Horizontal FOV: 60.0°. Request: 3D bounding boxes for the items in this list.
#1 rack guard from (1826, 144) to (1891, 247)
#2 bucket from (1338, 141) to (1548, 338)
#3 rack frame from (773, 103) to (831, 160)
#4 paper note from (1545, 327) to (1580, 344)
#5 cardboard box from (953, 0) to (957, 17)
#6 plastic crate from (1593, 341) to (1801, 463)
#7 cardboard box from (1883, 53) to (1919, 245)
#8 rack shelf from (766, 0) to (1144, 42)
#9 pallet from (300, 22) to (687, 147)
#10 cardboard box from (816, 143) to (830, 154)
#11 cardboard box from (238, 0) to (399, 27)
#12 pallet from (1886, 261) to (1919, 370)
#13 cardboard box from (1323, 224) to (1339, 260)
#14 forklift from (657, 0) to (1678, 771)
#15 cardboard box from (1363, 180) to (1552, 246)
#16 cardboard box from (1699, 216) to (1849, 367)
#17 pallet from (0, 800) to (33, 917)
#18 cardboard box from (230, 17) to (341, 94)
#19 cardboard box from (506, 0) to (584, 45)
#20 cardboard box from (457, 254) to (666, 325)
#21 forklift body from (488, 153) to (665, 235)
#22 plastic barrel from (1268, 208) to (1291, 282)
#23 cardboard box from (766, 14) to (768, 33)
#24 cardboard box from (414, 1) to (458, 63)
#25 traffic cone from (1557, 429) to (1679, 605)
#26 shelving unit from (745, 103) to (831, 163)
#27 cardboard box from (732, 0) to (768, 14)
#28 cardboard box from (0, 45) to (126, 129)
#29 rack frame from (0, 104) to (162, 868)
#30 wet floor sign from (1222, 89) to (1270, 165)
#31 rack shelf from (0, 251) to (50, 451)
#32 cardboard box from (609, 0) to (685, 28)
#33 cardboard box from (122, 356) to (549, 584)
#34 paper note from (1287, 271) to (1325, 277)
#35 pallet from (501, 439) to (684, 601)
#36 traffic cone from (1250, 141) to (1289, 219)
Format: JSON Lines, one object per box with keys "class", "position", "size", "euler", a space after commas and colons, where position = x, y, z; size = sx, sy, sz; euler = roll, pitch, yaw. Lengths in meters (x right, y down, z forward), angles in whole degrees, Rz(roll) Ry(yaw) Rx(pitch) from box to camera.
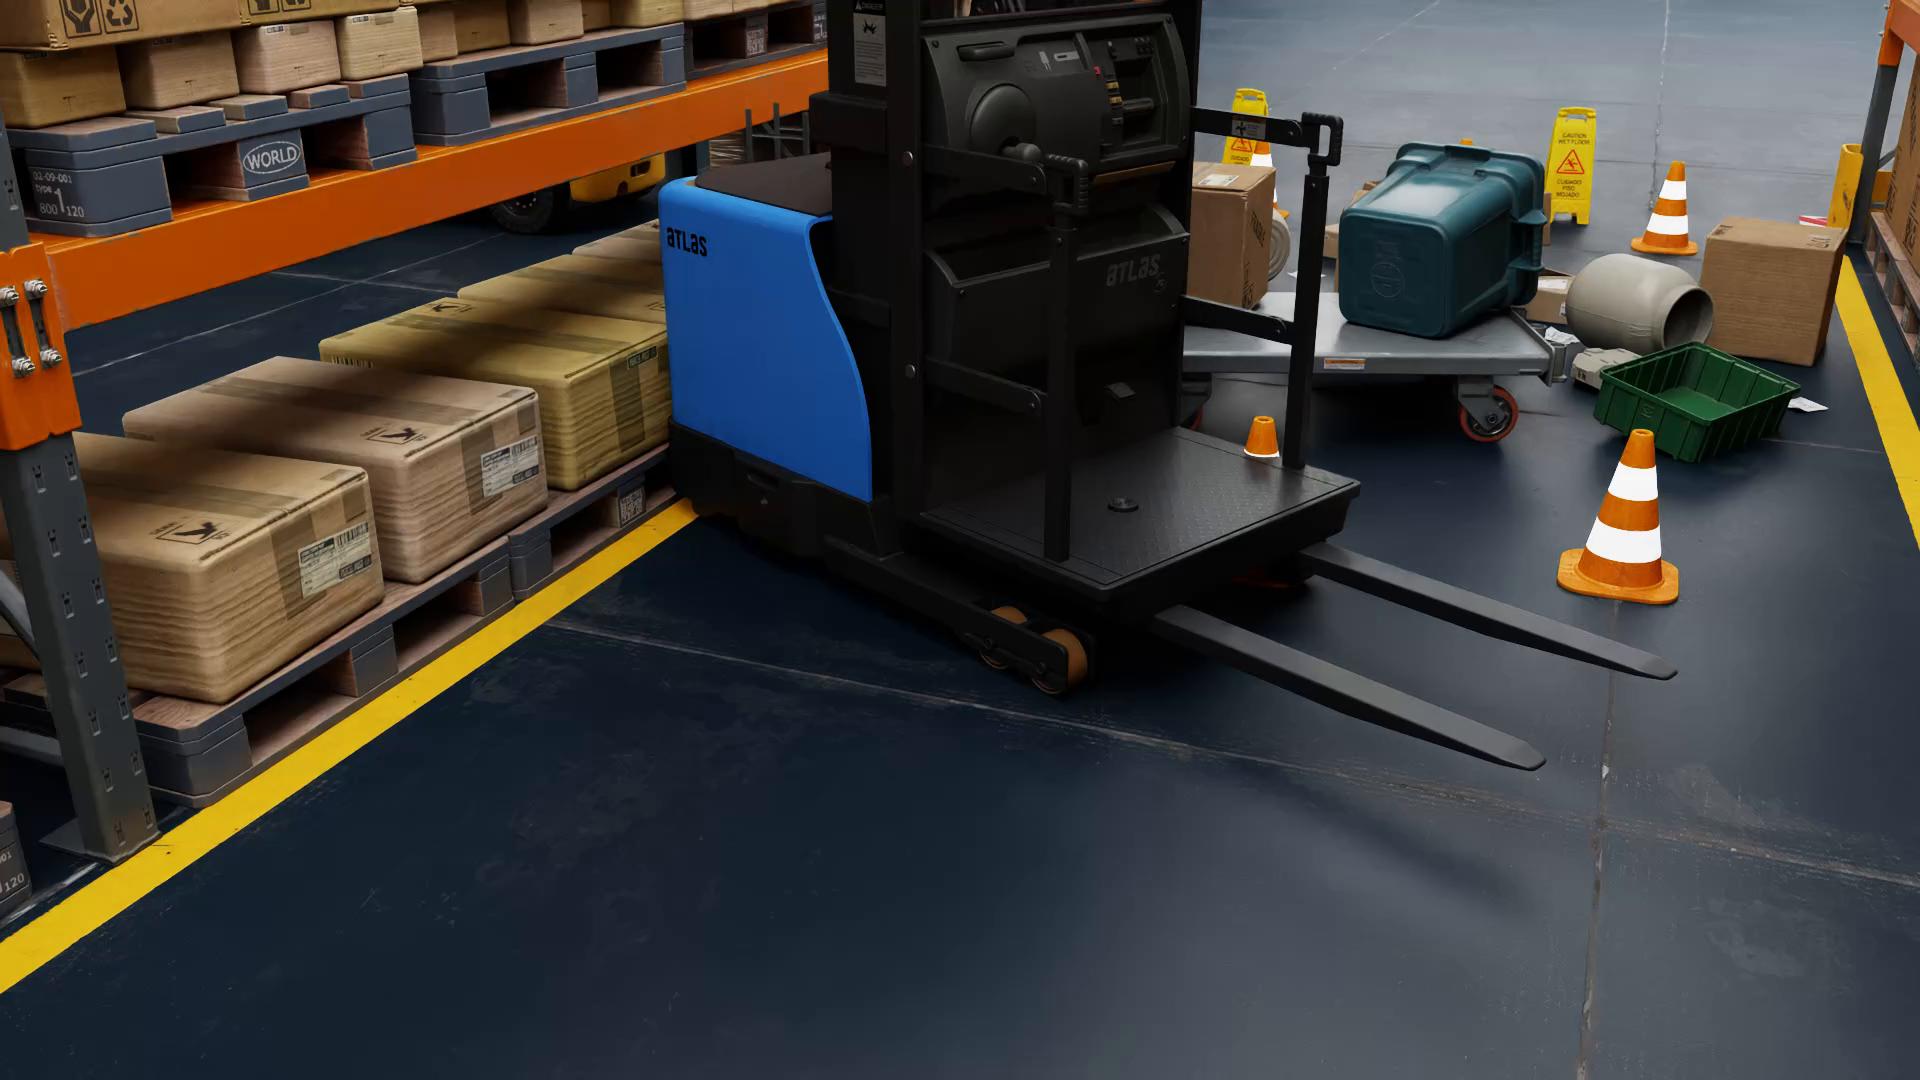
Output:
{"class": "rack guard", "position": [5.363, -1.821, 8.961], "size": [1.175, 0.500, 0.348], "euler": [9, 24, 20]}
{"class": "bucket", "position": [1.779, -1.104, 6.276], "size": [0.726, 0.611, 0.620], "euler": [19, 39, 38]}
{"class": "rack frame", "position": [-0.536, -0.934, 5.915], "size": [0.240, 1.200, 0.006], "euler": [10, 23, 23]}
{"class": "paper note", "position": [2.674, -0.909, 7.396], "size": [0.172, 0.023, 0.155], "euler": [19, 29, 38]}
{"class": "cardboard box", "position": [-0.234, -2.355, 7.322], "size": [0.380, 0.149, 0.250], "euler": [9, 24, 20]}
{"class": "plastic crate", "position": [2.717, -0.513, 6.160], "size": [0.662, 0.188, 0.450], "euler": [-17, 38, -35]}
{"class": "cardboard box", "position": [5.164, -1.927, 8.183], "size": [0.875, 0.875, 0.875], "euler": [9, 24, 20]}
{"class": "rack shelf", "position": [-0.022, -2.591, 8.493], "size": [1.077, 0.370, 4.000], "euler": [9, 24, 20]}
{"class": "pallet", "position": [-1.553, -1.401, 4.961], "size": [1.003, 0.211, 1.213], "euler": [9, 24, 20]}
{"class": "cardboard box", "position": [-0.295, -1.650, 7.359], "size": [0.500, 0.500, 0.500], "euler": [10, 25, 23]}
{"class": "cardboard box", "position": [-1.682, -1.468, 3.812], "size": [0.500, 0.500, 0.500], "euler": [10, 25, 23]}
{"class": "pallet", "position": [4.675, -0.947, 7.242], "size": [1.003, 0.211, 1.213], "euler": [9, 24, 20]}
{"class": "cardboard box", "position": [2.110, -1.565, 8.803], "size": [0.250, 0.149, 0.380], "euler": [-17, 28, -35]}
{"class": "forklift", "position": [0.424, -1.177, 4.264], "size": [1.130, 2.935, 3.031], "euler": [-20, 30, -39]}
{"class": "cardboard box", "position": [2.419, -1.495, 8.177], "size": [0.797, 0.503, 0.637], "euler": [-7, 24, -17]}
{"class": "cardboard box", "position": [3.492, -1.084, 7.194], "size": [0.500, 0.500, 0.500], "euler": [13, 26, 29]}
{"class": "pallet", "position": [-2.613, 0.783, 3.102], "size": [1.003, 0.211, 1.213], "euler": [9, 24, 20]}
{"class": "cardboard box", "position": [-1.677, -1.131, 3.846], "size": [0.380, 0.149, 0.250], "euler": [7, 24, 17]}
{"class": "cardboard box", "position": [-1.312, -1.514, 4.765], "size": [0.380, 0.149, 0.250], "euler": [10, 25, 22]}
{"class": "cardboard box", "position": [-1.221, -0.742, 6.000], "size": [0.950, 0.372, 0.625], "euler": [10, 25, 23]}
{"class": "forklift body", "position": [-2.899, -3.016, 9.680], "size": [2.313, 2.155, 1.214], "euler": [9, 24, 20]}
{"class": "plastic barrel", "position": [1.359, -1.494, 8.276], "size": [0.421, 0.421, 0.512], "euler": [-12, 25, -26]}
{"class": "cardboard box", "position": [-0.928, -2.250, 7.070], "size": [0.380, 0.149, 0.250], "euler": [9, 24, 20]}
{"class": "cardboard box", "position": [-1.538, -1.323, 4.308], "size": [0.380, 0.149, 0.250], "euler": [10, 25, 23]}
{"class": "traffic cone", "position": [1.968, -0.100, 4.889], "size": [0.336, 0.463, 0.334], "euler": [9, 24, 20]}
{"class": "shelving unit", "position": [-0.574, -0.903, 5.837], "size": [0.258, 1.200, 0.189], "euler": [10, 23, 23]}
{"class": "cardboard box", "position": [-0.876, -1.872, 5.620], "size": [0.380, 0.149, 0.250], "euler": [8, 24, 19]}
{"class": "cardboard box", "position": [-1.957, -0.943, 3.397], "size": [0.380, 0.149, 0.250], "euler": [7, 24, 17]}
{"class": "rack frame", "position": [-2.251, -0.775, 3.215], "size": [1.000, 3.000, 0.127], "euler": [9, 24, 20]}
{"class": "wet floor sign", "position": [1.785, -2.467, 10.318], "size": [0.267, 0.644, 0.232], "euler": [19, 29, 38]}
{"class": "rack shelf", "position": [-2.993, 0.272, 1.640], "size": [1.077, 0.370, 4.000], "euler": [9, 24, 20]}
{"class": "cardboard box", "position": [-1.092, -1.698, 5.204], "size": [0.380, 0.149, 0.250], "euler": [9, 24, 20]}
{"class": "cardboard box", "position": [-1.765, -0.223, 4.756], "size": [0.950, 0.372, 0.625], "euler": [8, 24, 19]}
{"class": "paper note", "position": [1.763, -1.357, 8.474], "size": [0.148, 0.019, 0.142], "euler": [19, 29, 38]}
{"class": "pallet", "position": [-1.504, -0.203, 5.463], "size": [1.003, 0.211, 1.213], "euler": [9, 24, 20]}
{"class": "traffic cone", "position": [1.759, -2.129, 9.747], "size": [0.336, 0.463, 0.334], "euler": [9, 24, 20]}
